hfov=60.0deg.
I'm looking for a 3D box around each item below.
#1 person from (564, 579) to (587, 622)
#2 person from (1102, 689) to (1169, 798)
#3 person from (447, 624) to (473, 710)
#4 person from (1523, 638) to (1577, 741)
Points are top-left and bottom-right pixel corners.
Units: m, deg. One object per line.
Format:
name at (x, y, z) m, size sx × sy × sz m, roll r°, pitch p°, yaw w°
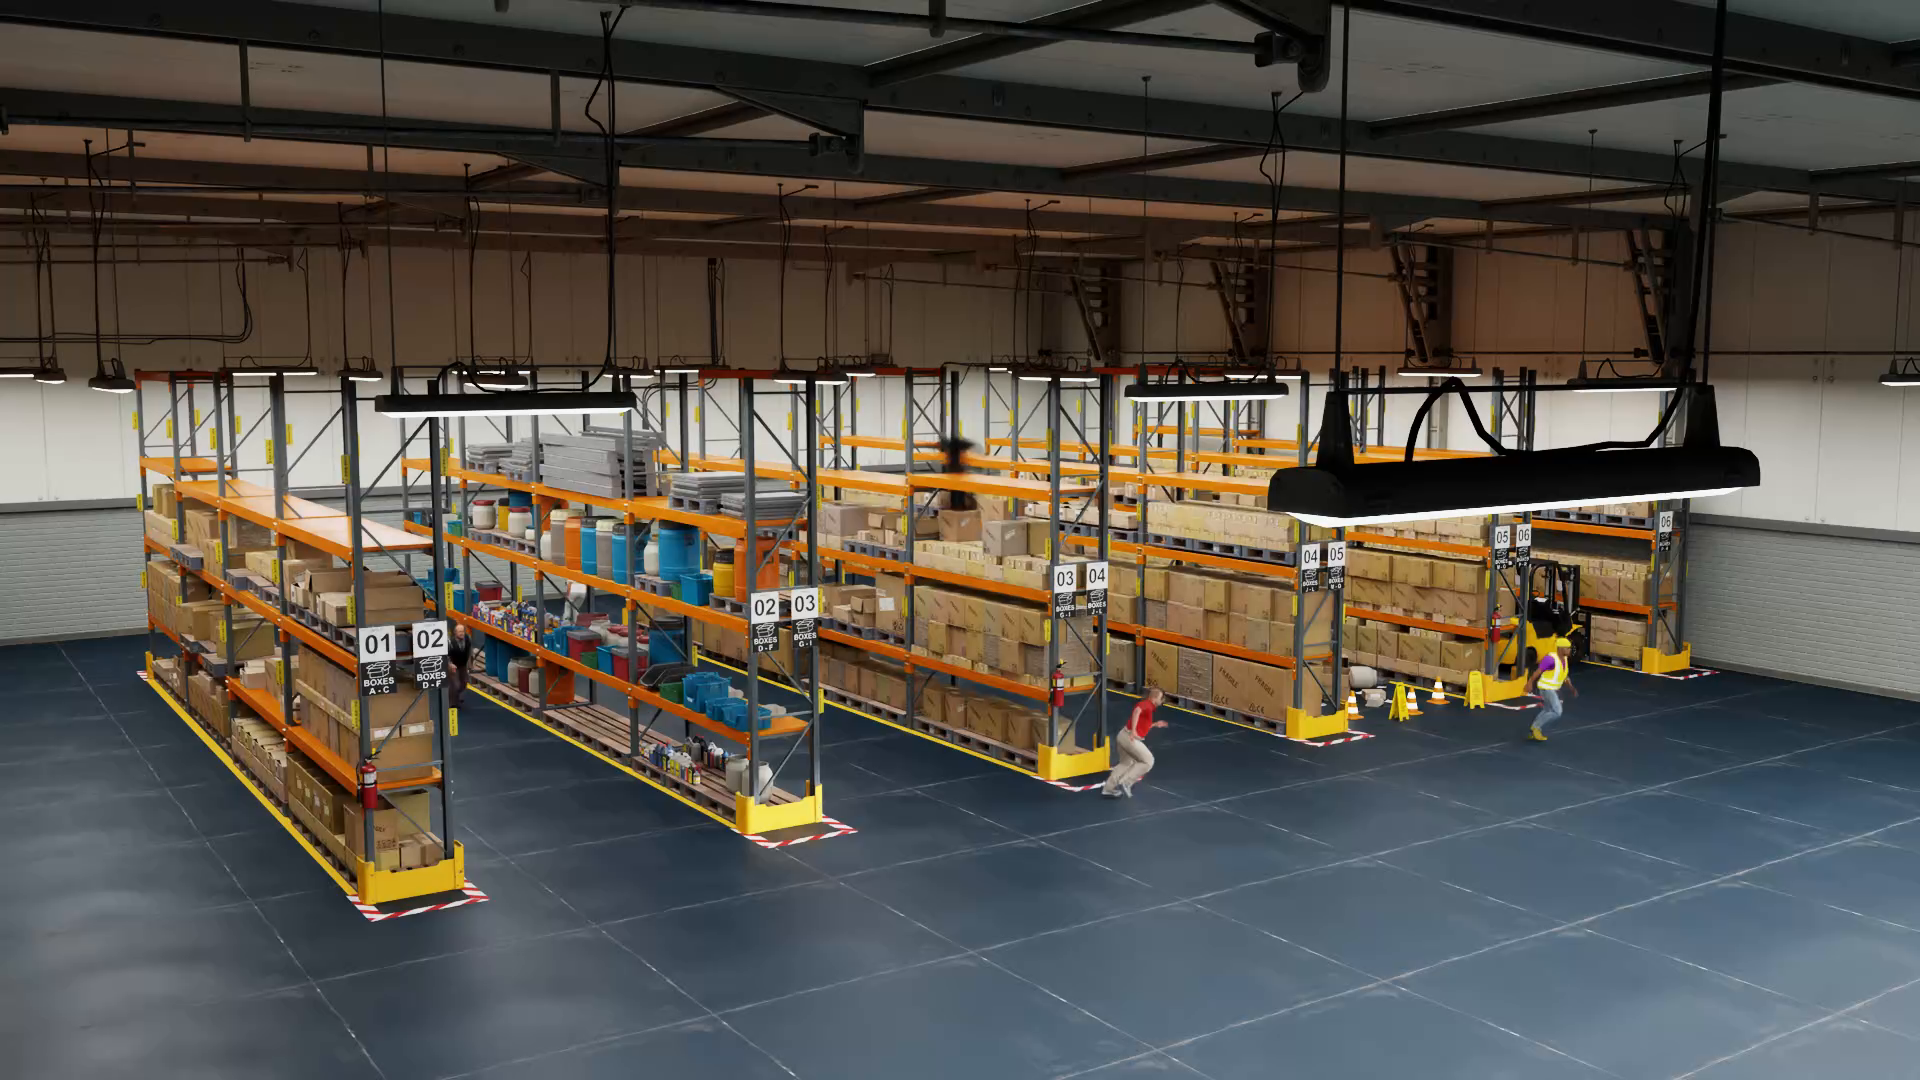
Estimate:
person at (-8.790, 1.267, 37.868) m, size 0.672 × 1.678 × 0.449 m, roll -6°, pitch 9°, yaw -44°
person at (2.504, 2.897, 23.592) m, size 0.963 × 1.577 × 0.699 m, roll -1°, pitch 6°, yaw -5°
person at (-8.936, 2.230, 29.469) m, size 0.870 × 1.574 × 0.678 m, roll 5°, pitch 8°, yaw 39°
person at (9.620, 2.426, 27.059) m, size 0.731 × 1.702 × 0.660 m, roll 5°, pitch 8°, yaw 39°
